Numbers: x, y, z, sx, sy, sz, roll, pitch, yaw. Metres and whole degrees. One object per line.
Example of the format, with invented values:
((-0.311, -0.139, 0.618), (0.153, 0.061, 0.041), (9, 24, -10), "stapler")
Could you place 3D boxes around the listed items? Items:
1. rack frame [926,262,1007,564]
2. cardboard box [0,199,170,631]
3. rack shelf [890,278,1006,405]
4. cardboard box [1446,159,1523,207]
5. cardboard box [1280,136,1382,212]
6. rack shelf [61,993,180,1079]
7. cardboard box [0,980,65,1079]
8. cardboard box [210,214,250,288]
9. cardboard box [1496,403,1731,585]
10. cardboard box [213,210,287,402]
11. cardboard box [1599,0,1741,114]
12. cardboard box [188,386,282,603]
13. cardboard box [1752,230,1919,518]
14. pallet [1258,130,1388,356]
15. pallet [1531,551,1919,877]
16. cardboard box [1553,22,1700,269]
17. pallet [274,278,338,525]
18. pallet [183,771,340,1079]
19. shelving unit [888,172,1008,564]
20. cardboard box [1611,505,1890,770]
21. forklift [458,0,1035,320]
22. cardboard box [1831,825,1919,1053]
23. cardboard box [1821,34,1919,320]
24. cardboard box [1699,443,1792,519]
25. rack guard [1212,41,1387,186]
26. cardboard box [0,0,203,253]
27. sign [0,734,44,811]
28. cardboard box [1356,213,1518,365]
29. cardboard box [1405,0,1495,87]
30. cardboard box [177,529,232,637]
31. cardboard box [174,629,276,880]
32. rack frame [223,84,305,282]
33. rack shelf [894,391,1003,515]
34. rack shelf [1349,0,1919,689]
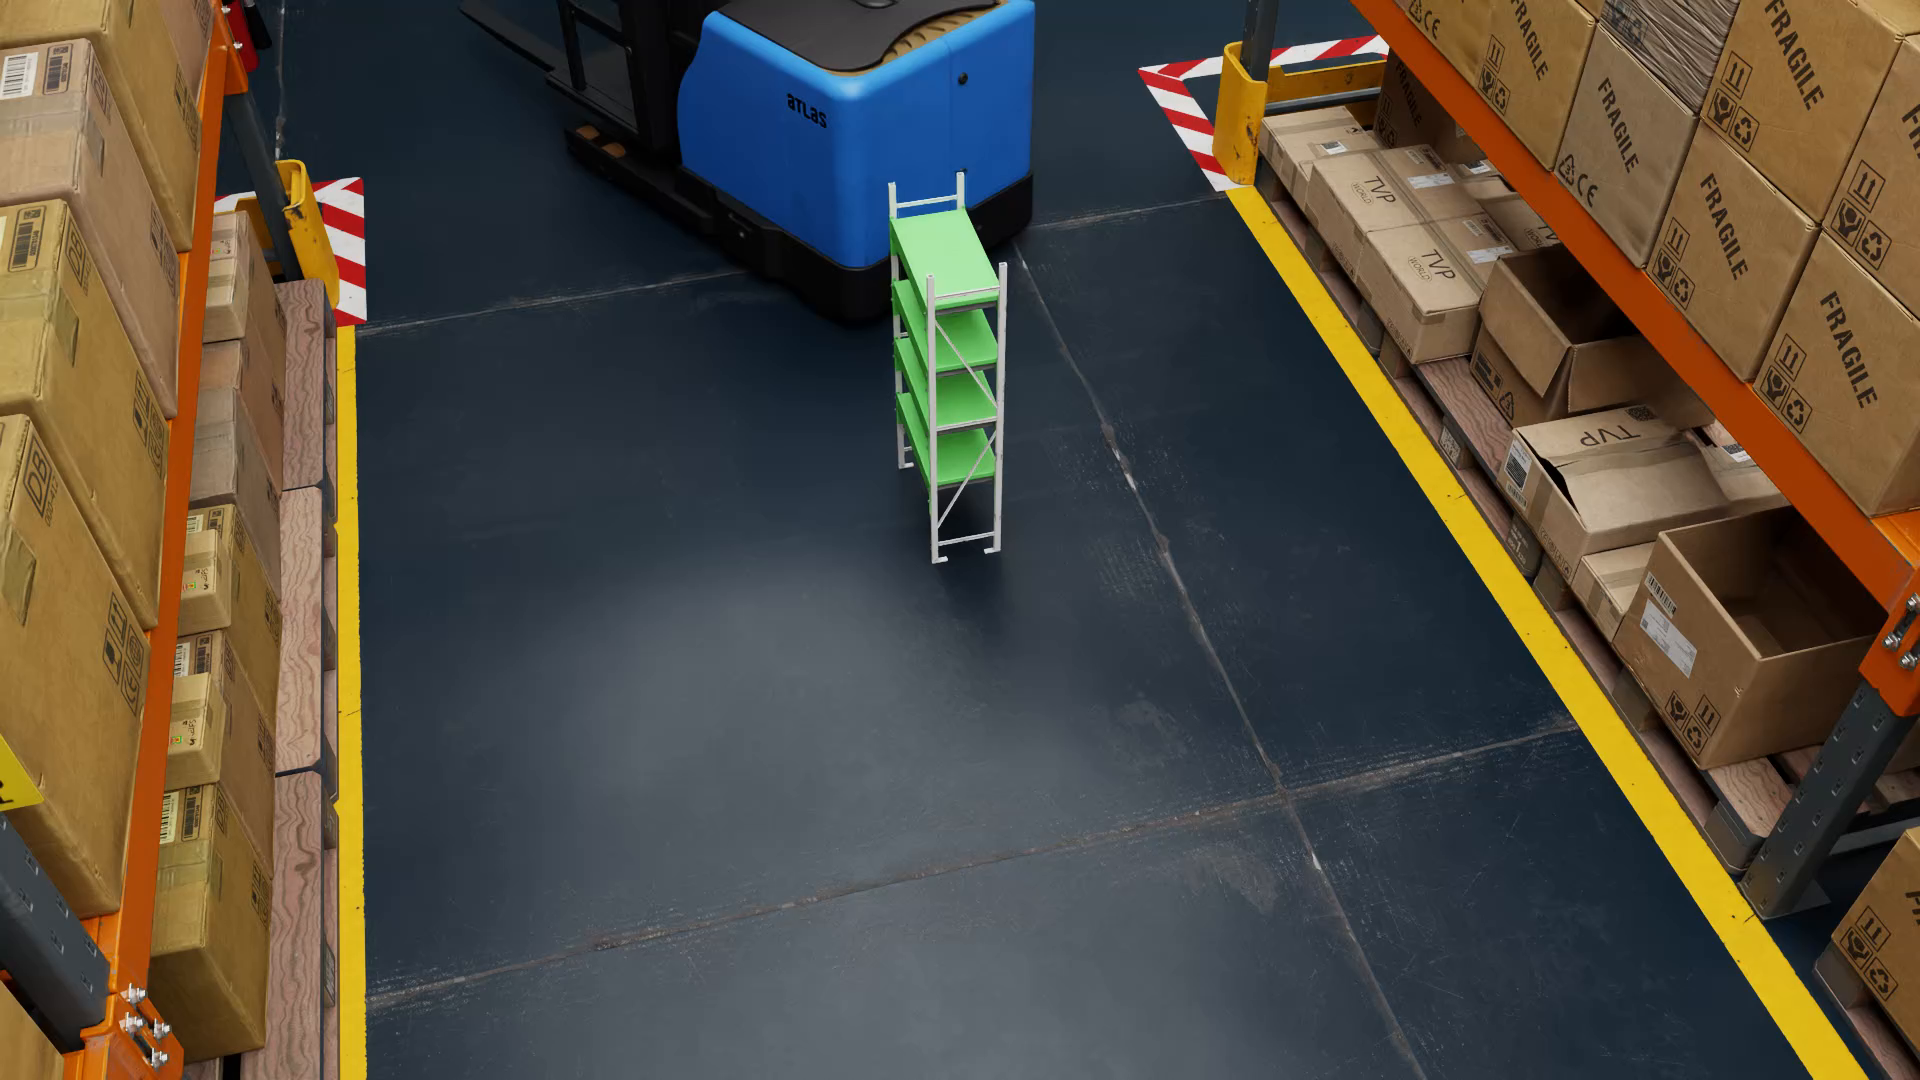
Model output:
((0.020, -0.366, 5.268), (0.240, 1.200, 0.015), (-11, 47, -10), "rack frame")
((-2.365, -0.184, 3.620), (0.980, 0.700, 0.700), (-12, 47, -11), "cardboard box")
((-0.042, -0.657, 5.308), (0.258, 0.148, 0.480), (-11, 47, -10), "rack shelf")
((2.098, -1.402, 6.699), (0.380, 0.166, 0.250), (-11, 47, -10), "cardboard box")
((1.543, -1.504, 6.799), (0.380, 0.166, 0.250), (-11, 47, -10), "cardboard box")
((-1.548, 2.437, 1.766), (1.077, 0.370, 4.000), (-11, 47, -10), "rack shelf")
((-1.698, 0.930, 2.446), (0.500, 0.500, 0.500), (-11, 47, -11), "cardboard box")
((-2.599, -0.937, 5.570), (0.380, 0.149, 0.250), (-11, 47, -11), "cardboard box")
((2.116, -0.177, 5.397), (0.500, 0.311, 0.500), (-11, 47, -10), "cardboard box")
((-2.808, -0.765, 5.855), (0.700, 0.500, 0.500), (-11, 47, -10), "cardboard box")
((2.085, -1.492, 4.342), (0.500, 0.500, 0.500), (-10, 46, -10), "cardboard box")
((-2.551, -0.072, 5.177), (0.700, 0.500, 0.500), (-12, 47, -12), "cardboard box")
((2.352, -0.438, 4.009), (0.500, 0.500, 0.500), (-10, 46, -10), "cardboard box")
((1.928, -1.287, 6.864), (1.003, 0.211, 1.213), (-11, 47, -10), "pallet")
((2.553, 0.397, 5.213), (1.003, 0.211, 1.213), (-11, 47, -10), "pallet")
((2.085, -1.148, 4.704), (0.500, 0.500, 0.500), (-10, 46, -9), "cardboard box")
((-2.804, -0.444, 6.037), (1.003, 0.211, 1.213), (-11, 47, -10), "pallet")
((-2.179, 1.241, 4.386), (1.003, 0.211, 1.213), (-11, 47, -10), "pallet")
((-0.042, -0.534, 5.433), (0.258, 1.200, 0.503), (-11, 47, -10), "shelving unit")
((2.308, 0.275, 4.822), (0.500, 0.500, 0.500), (-11, 47, -10), "cardboard box")
((-1.096, -2.831, 6.472), (3.031, 2.935, 1.130), (36, 55, 30), "forklift")
((2.616, 0.995, 4.117), (0.500, 0.500, 0.500), (-13, 47, -12), "cardboard box")
((2.348, -0.791, 3.655), (0.500, 0.500, 0.500), (-10, 47, -10), "cardboard box")
((2.598, -0.191, 5.513), (0.380, 0.166, 0.250), (-11, 47, -10), "cardboard box")
((1.723, -1.939, 7.300), (1.175, 0.500, 0.348), (-11, 47, -10), "rack guard")
((-2.747, -1.212, 4.628), (0.980, 0.700, 0.700), (-11, 47, -11), "cardboard box")
((-1.538, 0.320, 2.581), (0.100, 0.325, 0.005), (-11, 47, -10), "sign")
((1.825, -0.940, 6.188), (0.500, 0.250, 0.500), (-11, 47, -10), "cardboard box")
((1.825, -1.844, 5.387), (0.500, 0.500, 0.500), (-11, 47, -10), "cardboard box")
((-2.197, 0.140, 4.515), (0.380, 0.149, 0.250), (-12, 47, -11), "cardboard box")
((-2.278, 0.649, 4.470), (0.700, 0.500, 0.500), (-11, 47, -11), "cardboard box")
((-3.084, -1.958, 5.568), (1.000, 3.000, 0.127), (-11, 47, -10), "rack frame")
((-0.042, -0.322, 5.651), (0.258, 0.148, 0.480), (-11, 47, -10), "rack shelf")
((2.216, -1.233, 5.362), (1.077, 0.370, 4.000), (-11, 47, -10), "rack shelf")
